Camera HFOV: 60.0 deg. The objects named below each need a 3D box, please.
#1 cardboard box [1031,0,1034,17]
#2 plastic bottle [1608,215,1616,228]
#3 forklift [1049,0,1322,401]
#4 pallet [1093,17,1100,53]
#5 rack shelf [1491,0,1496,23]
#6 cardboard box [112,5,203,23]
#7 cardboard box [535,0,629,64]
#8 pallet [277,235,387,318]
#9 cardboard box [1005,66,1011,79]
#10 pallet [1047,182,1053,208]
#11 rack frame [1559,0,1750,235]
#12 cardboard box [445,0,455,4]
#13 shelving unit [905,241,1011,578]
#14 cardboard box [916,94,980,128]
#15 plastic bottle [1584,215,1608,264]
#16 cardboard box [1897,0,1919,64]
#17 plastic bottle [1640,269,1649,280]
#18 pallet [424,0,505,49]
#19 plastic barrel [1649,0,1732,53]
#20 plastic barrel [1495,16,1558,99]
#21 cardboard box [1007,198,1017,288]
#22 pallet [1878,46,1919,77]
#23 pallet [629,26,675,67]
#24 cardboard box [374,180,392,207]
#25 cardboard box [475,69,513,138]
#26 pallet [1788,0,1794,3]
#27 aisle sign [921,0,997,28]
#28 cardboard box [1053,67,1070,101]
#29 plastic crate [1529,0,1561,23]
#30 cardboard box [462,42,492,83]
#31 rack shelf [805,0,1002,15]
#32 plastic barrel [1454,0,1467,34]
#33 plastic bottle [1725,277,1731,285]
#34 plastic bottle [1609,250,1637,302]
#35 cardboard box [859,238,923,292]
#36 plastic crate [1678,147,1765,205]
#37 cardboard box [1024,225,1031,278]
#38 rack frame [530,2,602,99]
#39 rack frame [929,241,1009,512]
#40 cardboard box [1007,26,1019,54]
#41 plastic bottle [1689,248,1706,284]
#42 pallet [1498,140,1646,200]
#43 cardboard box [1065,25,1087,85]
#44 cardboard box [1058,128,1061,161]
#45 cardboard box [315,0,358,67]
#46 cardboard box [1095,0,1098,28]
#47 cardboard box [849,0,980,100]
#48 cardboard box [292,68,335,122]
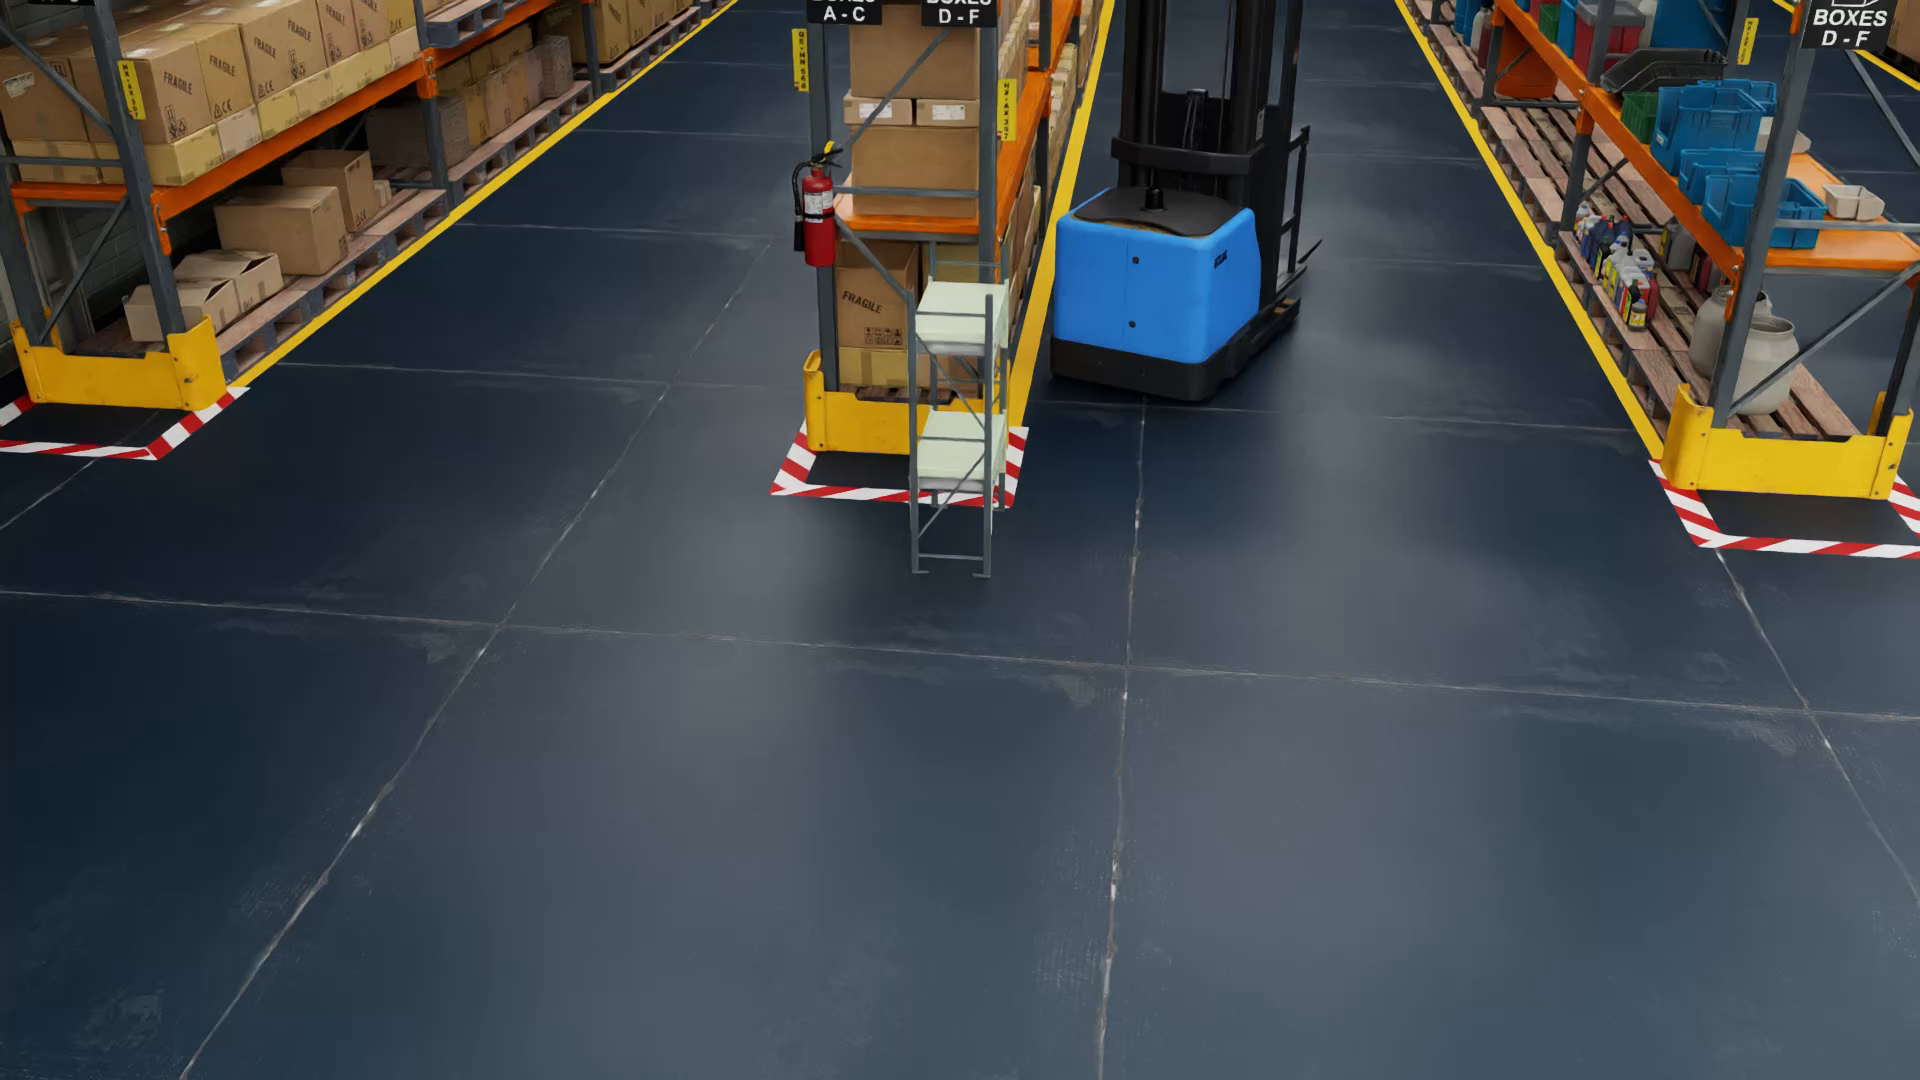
[{"bbox_3d":[0.336,-3.860,11.962,0.380,0.149,0.250,3,28,5],"label":"cardboard box"},{"bbox_3d":[4.724,-2.211,12.091,0.061,0.283,0.133,3,28,6],"label":"plastic bottle"},{"bbox_3d":[1.710,-2.809,10.874,1.130,2.935,3.031,14,31,24],"label":"forklift"},{"bbox_3d":[1.107,-5.940,19.553,1.003,0.211,1.213,3,28,6],"label":"pallet"},{"bbox_3d":[5.840,-6.005,17.492,1.077,0.370,4.000,3,28,6],"label":"rack shelf"},{"bbox_3d":[-5.241,-3.177,10.831,0.500,0.500,0.500,3,28,5],"label":"cardboard box"},{"bbox_3d":[-4.017,-5.533,17.681,0.750,0.750,0.750,3,28,6],"label":"cardboard box"},{"bbox_3d":[-4.922,-1.951,12.149,1.003,0.211,1.213,3,28,6],"label":"pallet"},{"bbox_3d":[-0.044,-2.896,10.857,0.700,0.500,0.500,4,29,8],"label":"cardboard box"},{"bbox_3d":[0.241,-2.908,13.926,1.003,0.211,1.213,3,28,6],"label":"pallet"},{"bbox_3d":[5.105,-3.497,12.079,1.000,3.000,0.127,3,28,6],"label":"rack frame"},{"bbox_3d":[-4.556,-4.811,13.948,0.700,0.500,0.500,6,29,11],"label":"cardboard box"},{"bbox_3d":[-0.001,-0.657,8.388,0.431,1.500,0.755,3,28,6],"label":"shelving unit"},{"bbox_3d":[-0.039,-2.406,9.264,0.380,0.149,0.250,3,28,6],"label":"cardboard box"},{"bbox_3d":[4.594,-2.169,11.942,0.144,0.351,0.185,4,29,8],"label":"plastic bottle"},{"bbox_3d":[10.833,-5.502,17.597,1.225,0.875,0.875,2,28,4],"label":"cardboard box"},{"bbox_3d":[4.621,-1.740,11.304,0.097,0.201,0.097,0,28,0],"label":"plastic bottle"},{"bbox_3d":[-4.490,-4.340,13.845,1.003,0.211,1.213,3,28,6],"label":"pallet"},{"bbox_3d":[5.453,-3.882,12.265,0.600,0.901,0.708,3,28,6],"label":"plastic barrel"},{"bbox_3d":[5.638,-4.841,16.418,0.600,0.830,0.708,3,28,6],"label":"plastic barrel"},{"bbox_3d":[0.093,-1.920,10.816,0.500,0.500,0.500,3,28,6],"label":"cardboard box"},{"bbox_3d":[10.981,-5.380,18.514,1.003,0.211,1.213,3,28,6],"label":"pallet"},{"bbox_3d":[-3.914,-5.668,19.048,1.003,0.211,1.213,3,28,6],"label":"pallet"},{"bbox_3d":[-4.764,-2.766,13.244,0.380,0.166,0.250,0,28,0],"label":"cardboard box"},{"bbox_3d":[-4.538,-3.998,15.179,0.700,0.500,0.500,4,29,7],"label":"cardboard box"},{"bbox_3d":[11.470,-7.249,21.984,1.003,0.211,1.213,3,28,6],"label":"pallet"},{"bbox_3d":[-0.005,-3.000,8.414,0.394,0.787,0.004,3,28,6],"label":"aisle sign"},{"bbox_3d":[0.737,-4.148,15.151,0.500,0.311,0.500,3,28,6],"label":"cardboard box"},{"bbox_3d":[5.093,-4.665,14.180,0.402,0.464,0.583,3,28,6],"label":"plastic crate"},{"bbox_3d":[-4.544,-4.296,14.943,0.500,0.250,0.500,3,28,5],"label":"cardboard box"},{"bbox_3d":[-0.056,-3.849,10.328,1.077,0.370,4.000,3,28,6],"label":"rack shelf"},{"bbox_3d":[6.001,-6.269,18.993,0.600,0.901,0.708,3,28,6],"label":"plastic barrel"},{"bbox_3d":[5.225,-1.746,11.241,0.097,0.271,0.097,0,28,0],"label":"plastic bottle"},{"bbox_3d":[4.496,-1.792,11.243,0.144,0.351,0.185,5,29,8],"label":"plastic bottle"},{"bbox_3d":[-0.423,-1.950,10.872,0.500,0.500,0.500,3,28,6],"label":"cardboard box"},{"bbox_3d":[4.464,-2.107,9.656,0.499,0.251,0.408,3,28,6],"label":"plastic crate"},{"bbox_3d":[0.231,-2.059,11.866,0.500,0.250,0.500,3,28,6],"label":"cardboard box"},{"bbox_3d":[-4.238,-5.956,16.642,1.000,3.000,0.127,3,28,6],"label":"rack frame"},{"bbox_3d":[0.044,-0.829,8.708,0.400,1.500,0.023,3,28,6],"label":"rack frame"},{"bbox_3d":[0.182,-3.253,10.837,0.380,0.149,0.250,4,29,8],"label":"cardboard box"},{"bbox_3d":[5.144,-1.927,11.564,0.061,0.283,0.133,3,28,6],"label":"plastic bottle"},{"bbox_3d":[5.309,-3.217,14.500,1.003,0.211,1.213,3,28,6],"label":"pallet"},{"bbox_3d":[1.018,-4.961,16.967,0.500,0.500,0.500,5,29,8],"label":"cardboard box"},{"bbox_3d":[0.609,-3.421,14.394,0.500,0.250,0.500,3,28,5],"label":"cardboard box"},{"bbox_3d":[-4.607,-3.634,11.678,0.500,0.500,0.500,3,28,5],"label":"cardboard box"},{"bbox_3d":[1.324,-6.165,19.202,0.500,0.500,0.500,3,29,6],"label":"cardboard box"},{"bbox_3d":[-0.225,-2.763,9.243,0.700,0.500,0.500,3,29,6],"label":"cardboard box"},{"bbox_3d":[-4.661,-3.067,11.417,0.500,0.250,0.500,4,29,7],"label":"cardboard box"}]
